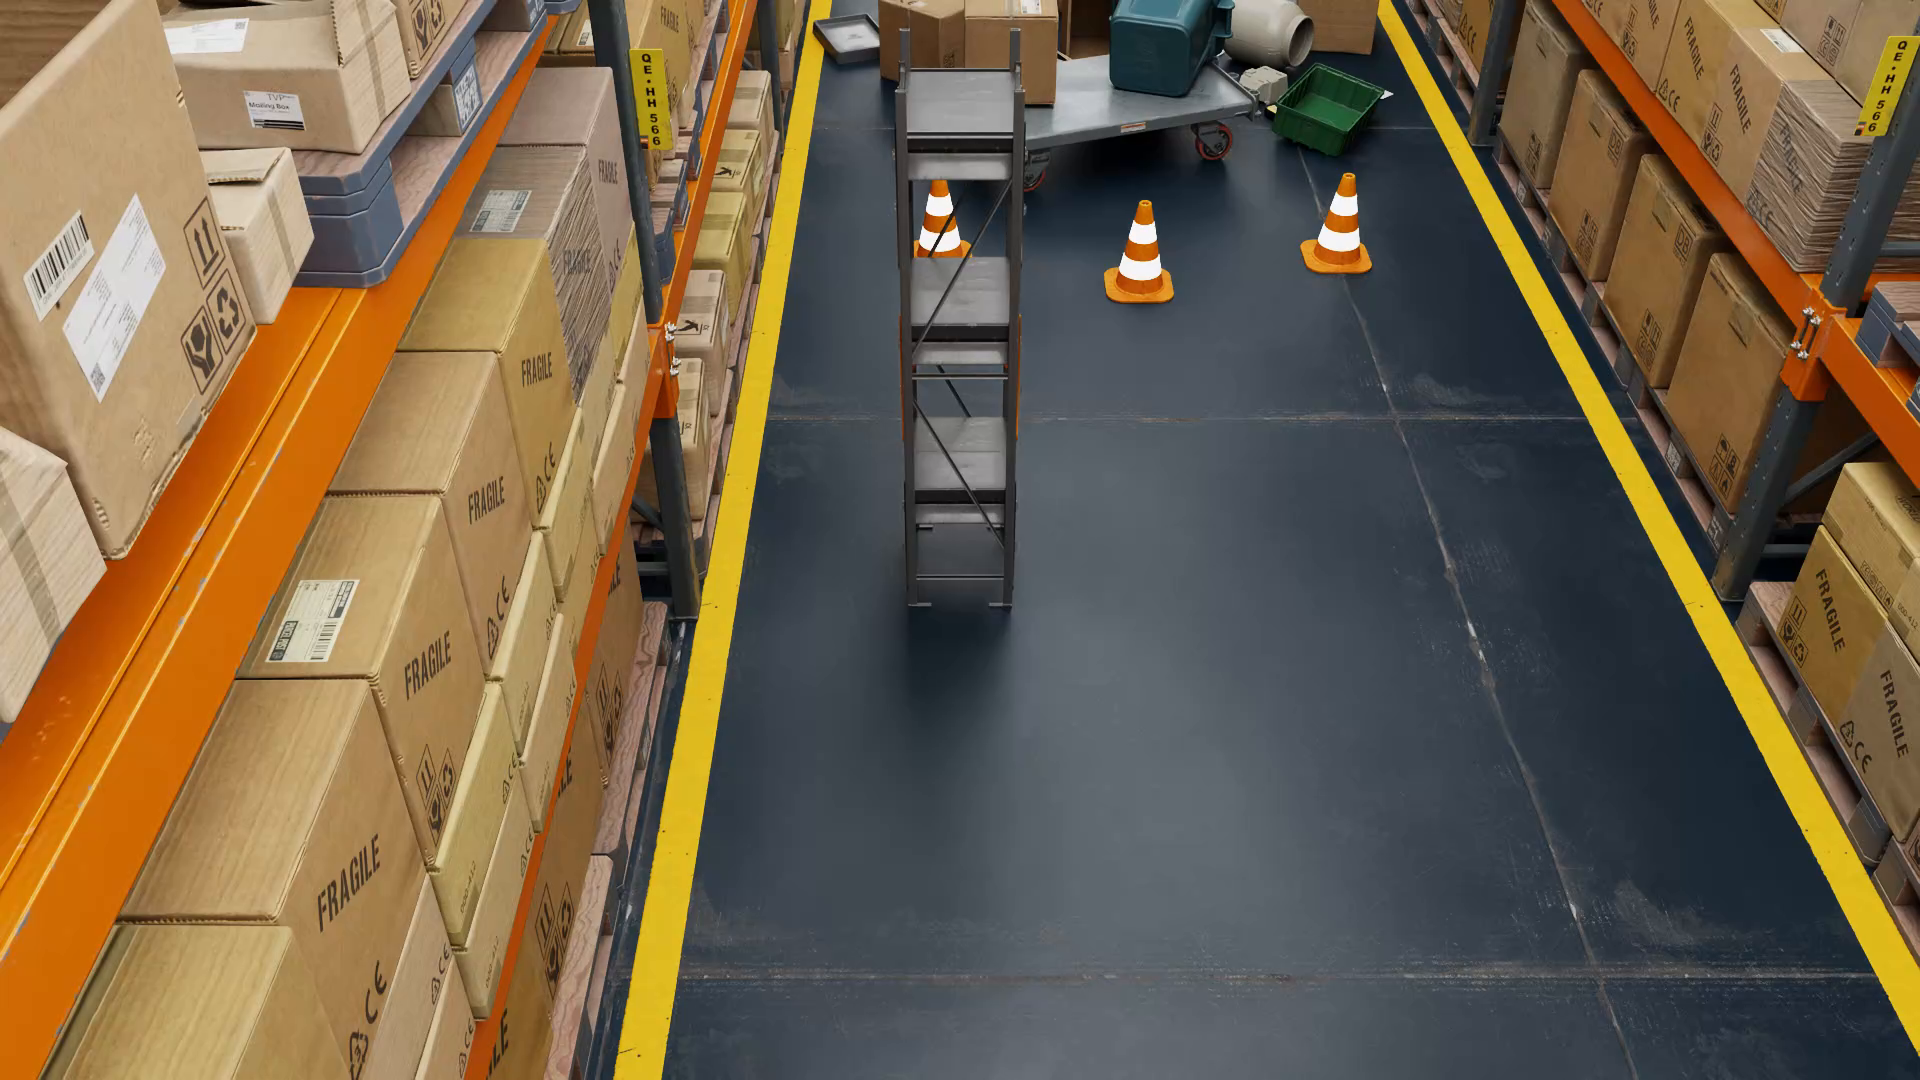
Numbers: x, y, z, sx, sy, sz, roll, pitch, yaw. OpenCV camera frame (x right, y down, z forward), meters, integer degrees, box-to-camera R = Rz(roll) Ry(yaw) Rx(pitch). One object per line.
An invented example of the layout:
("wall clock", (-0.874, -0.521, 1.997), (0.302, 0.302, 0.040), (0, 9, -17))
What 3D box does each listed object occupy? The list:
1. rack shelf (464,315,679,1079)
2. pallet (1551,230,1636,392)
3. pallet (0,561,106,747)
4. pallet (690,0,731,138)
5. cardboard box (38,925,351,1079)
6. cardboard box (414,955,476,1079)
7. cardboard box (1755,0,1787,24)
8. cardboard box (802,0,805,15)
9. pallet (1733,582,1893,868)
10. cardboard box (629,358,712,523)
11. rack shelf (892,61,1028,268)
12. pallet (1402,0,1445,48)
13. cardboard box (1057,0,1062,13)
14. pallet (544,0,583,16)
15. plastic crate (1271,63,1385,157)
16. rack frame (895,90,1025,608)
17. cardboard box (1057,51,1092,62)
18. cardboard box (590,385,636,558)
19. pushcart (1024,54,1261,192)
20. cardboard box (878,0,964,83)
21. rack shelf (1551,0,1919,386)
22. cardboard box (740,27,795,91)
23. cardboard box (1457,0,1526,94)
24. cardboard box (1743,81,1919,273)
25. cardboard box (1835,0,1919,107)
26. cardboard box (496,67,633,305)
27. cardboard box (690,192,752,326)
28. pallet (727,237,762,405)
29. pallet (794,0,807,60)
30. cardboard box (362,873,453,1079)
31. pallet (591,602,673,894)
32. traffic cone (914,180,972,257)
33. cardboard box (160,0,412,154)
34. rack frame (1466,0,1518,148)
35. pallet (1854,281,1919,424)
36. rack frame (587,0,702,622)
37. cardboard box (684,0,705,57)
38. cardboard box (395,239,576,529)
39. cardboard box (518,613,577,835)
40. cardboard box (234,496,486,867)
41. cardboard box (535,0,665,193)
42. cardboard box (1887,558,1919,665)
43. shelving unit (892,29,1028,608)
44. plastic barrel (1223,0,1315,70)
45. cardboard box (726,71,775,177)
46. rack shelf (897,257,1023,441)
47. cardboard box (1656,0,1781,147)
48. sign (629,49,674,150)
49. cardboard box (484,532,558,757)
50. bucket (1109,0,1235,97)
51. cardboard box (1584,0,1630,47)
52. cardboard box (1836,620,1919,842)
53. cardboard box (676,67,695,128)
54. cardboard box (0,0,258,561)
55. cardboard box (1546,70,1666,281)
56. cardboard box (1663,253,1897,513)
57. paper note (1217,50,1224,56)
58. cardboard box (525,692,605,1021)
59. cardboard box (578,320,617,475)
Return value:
("rack shelf", (-1.500, 0.634, 4.135), (1.077, 0.370, 4.000), (0, 39, 0))
("pallet", (3.523, -1.130, 7.991), (1.003, 0.211, 1.213), (0, 39, 0))
("pallet", (-1.548, -0.065, 2.187), (0.805, 0.209, 1.217), (-1, 39, -2))
("pallet", (-1.546, -2.060, 7.076), (1.003, 0.211, 1.213), (0, 39, 0))
("cardboard box", (-1.211, 0.900, 2.349), (0.500, 0.500, 0.500), (0, 39, 0))
("cardboard box", (-1.236, 1.064, 3.144), (0.500, 0.250, 0.500), (-1, 39, -1))
("cardboard box", (3.452, -2.311, 6.356), (0.700, 0.500, 0.500), (-1, 39, -1))
("cardboard box", (-1.253, -3.524, 10.612), (0.500, 0.250, 0.500), (-1, 39, -1))
("pallet", (3.447, 0.613, 5.817), (1.003, 0.211, 1.213), (0, 39, 0))
("cardboard box", (-1.493, -0.389, 6.602), (0.950, 0.372, 0.625), (-2, 39, -3))
("rack shelf", (0.000, -1.251, 5.535), (0.431, 0.518, 0.480), (0, 39, 0))
("pallet", (3.516, -3.618, 11.096), (1.003, 0.211, 1.213), (0, 39, 0))
("cardboard box", (1.022, -3.829, 11.126), (0.797, 0.503, 0.637), (-28, 46, -30))
("pallet", (-1.449, -1.592, 4.090), (1.213, 0.211, 1.003), (2, 39, 2))
("plastic crate", (2.133, -2.498, 9.672), (0.450, 0.188, 0.662), (27, 45, 16))
("rack frame", (0.000, -0.563, 5.774), (0.400, 2.100, 0.015), (0, 39, 0))
("cardboard box", (0.638, -2.843, 10.085), (0.258, 0.266, 0.396), (-28, 46, -30))
("cardboard box", (-1.226, -0.203, 4.725), (0.500, 0.250, 0.500), (1, 39, 1))
("pushcart", (0.773, -2.408, 9.454), (1.648, 0.377, 0.936), (-13, 40, -16))
("cardboard box", (-0.148, -3.095, 10.211), (0.500, 0.500, 0.500), (28, 46, 30))
("rack shelf", (3.445, -1.934, 7.340), (1.077, 0.370, 4.000), (0, 39, 0))
("cardboard box", (-1.238, -2.859, 9.782), (0.500, 0.250, 0.500), (-2, 39, -2))
("cardboard box", (3.512, -3.194, 9.700), (0.875, 0.875, 0.875), (1, 39, 1))
("cardboard box", (3.178, -1.285, 5.874), (0.500, 0.500, 0.500), (0, 39, 0))
("cardboard box", (3.457, -1.674, 5.561), (0.700, 0.500, 0.500), (0, 39, 0))
("cardboard box", (-1.240, -1.003, 4.724), (0.500, 0.500, 0.500), (-1, 39, -1))
("cardboard box", (-1.497, -1.325, 7.770), (0.950, 0.372, 0.625), (1, 39, 1))
("pallet", (-1.500, -1.059, 7.902), (1.003, 0.211, 1.213), (0, 39, 0))
("pallet", (-1.547, -3.495, 10.943), (1.003, 0.211, 1.213), (0, 39, 0))
("cardboard box", (-1.245, 0.866, 2.991), (0.500, 0.250, 0.500), (1, 39, 1))
("pallet", (-1.577, 0.684, 5.728), (1.003, 0.211, 1.213), (0, 39, 0))
("traffic cone", (-0.106, -1.634, 8.419), (0.336, 0.463, 0.334), (0, 39, 0))
("cardboard box", (-1.150, -0.821, 2.748), (0.396, 0.266, 0.258), (3, 39, 4))
("rack frame", (3.443, -3.465, 8.676), (1.000, 3.000, 0.127), (0, 39, 0))
("pallet", (3.555, -0.444, 5.058), (1.213, 0.211, 1.003), (0, 39, 0))
("rack frame", (-1.502, -0.897, 5.471), (1.000, 3.000, 0.127), (0, 39, 0))
("cardboard box", (-1.286, -2.156, 6.388), (0.500, 0.500, 0.500), (1, 39, 1))
("cardboard box", (-1.237, -0.372, 3.936), (0.500, 0.500, 0.500), (0, 39, 0))
("cardboard box", (-1.212, 0.431, 3.934), (0.500, 0.250, 0.500), (-1, 39, -1))
("cardboard box", (-1.237, 0.268, 3.138), (0.500, 0.500, 0.500), (-1, 39, -1))
("cardboard box", (-1.271, -1.498, 5.567), (0.500, 0.500, 0.500), (-1, 39, -1))
("cardboard box", (3.207, 0.303, 5.036), (0.500, 0.250, 0.500), (0, 39, -1))
("shelving unit", (0.000, -0.716, 5.964), (0.431, 2.100, 0.503), (0, 39, 0))
("plastic barrel", (1.908, -3.168, 10.365), (0.512, 0.421, 0.421), (28, 46, 30))
("cardboard box", (-1.504, -2.209, 8.874), (0.950, 0.372, 0.625), (0, 39, 1))
("rack shelf", (0.000, -0.705, 5.973), (0.431, 0.518, 0.480), (0, 39, 0))
("cardboard box", (3.179, -1.909, 6.654), (0.500, 0.500, 0.500), (-1, 39, -1))
("sign", (-0.947, -1.352, 5.112), (0.100, 0.325, 0.005), (0, 39, 0))
("cardboard box", (-1.222, 0.234, 3.779), (0.500, 0.250, 0.500), (-1, 39, -1))
("bucket", (1.137, -2.865, 9.328), (0.726, 0.611, 0.620), (13, 50, 15))
("cardboard box", (3.174, -2.547, 7.450), (0.500, 0.500, 0.500), (0, 39, 0))
("cardboard box", (3.197, 0.604, 5.260), (0.500, 0.500, 0.500), (0, 39, 0))
("cardboard box", (-1.217, -1.687, 6.321), (0.380, 0.149, 0.250), (0, 39, 0))
("cardboard box", (-1.209, -0.321, 1.937), (0.500, 0.500, 0.500), (-1, 39, -1))
("cardboard box", (3.531, -1.760, 8.011), (1.050, 0.750, 0.750), (0, 39, 0))
("cardboard box", (3.537, -0.631, 6.602), (1.050, 0.750, 0.750), (-1, 39, -1))
("paper note", (1.611, -3.152, 10.665), (0.172, 0.023, 0.155), (13, 40, 15))
("cardboard box", (-1.588, 0.758, 4.769), (0.875, 0.875, 0.875), (0, 39, 1))
("cardboard box", (-1.243, -0.411, 4.584), (0.500, 0.250, 0.500), (-1, 39, -1))
